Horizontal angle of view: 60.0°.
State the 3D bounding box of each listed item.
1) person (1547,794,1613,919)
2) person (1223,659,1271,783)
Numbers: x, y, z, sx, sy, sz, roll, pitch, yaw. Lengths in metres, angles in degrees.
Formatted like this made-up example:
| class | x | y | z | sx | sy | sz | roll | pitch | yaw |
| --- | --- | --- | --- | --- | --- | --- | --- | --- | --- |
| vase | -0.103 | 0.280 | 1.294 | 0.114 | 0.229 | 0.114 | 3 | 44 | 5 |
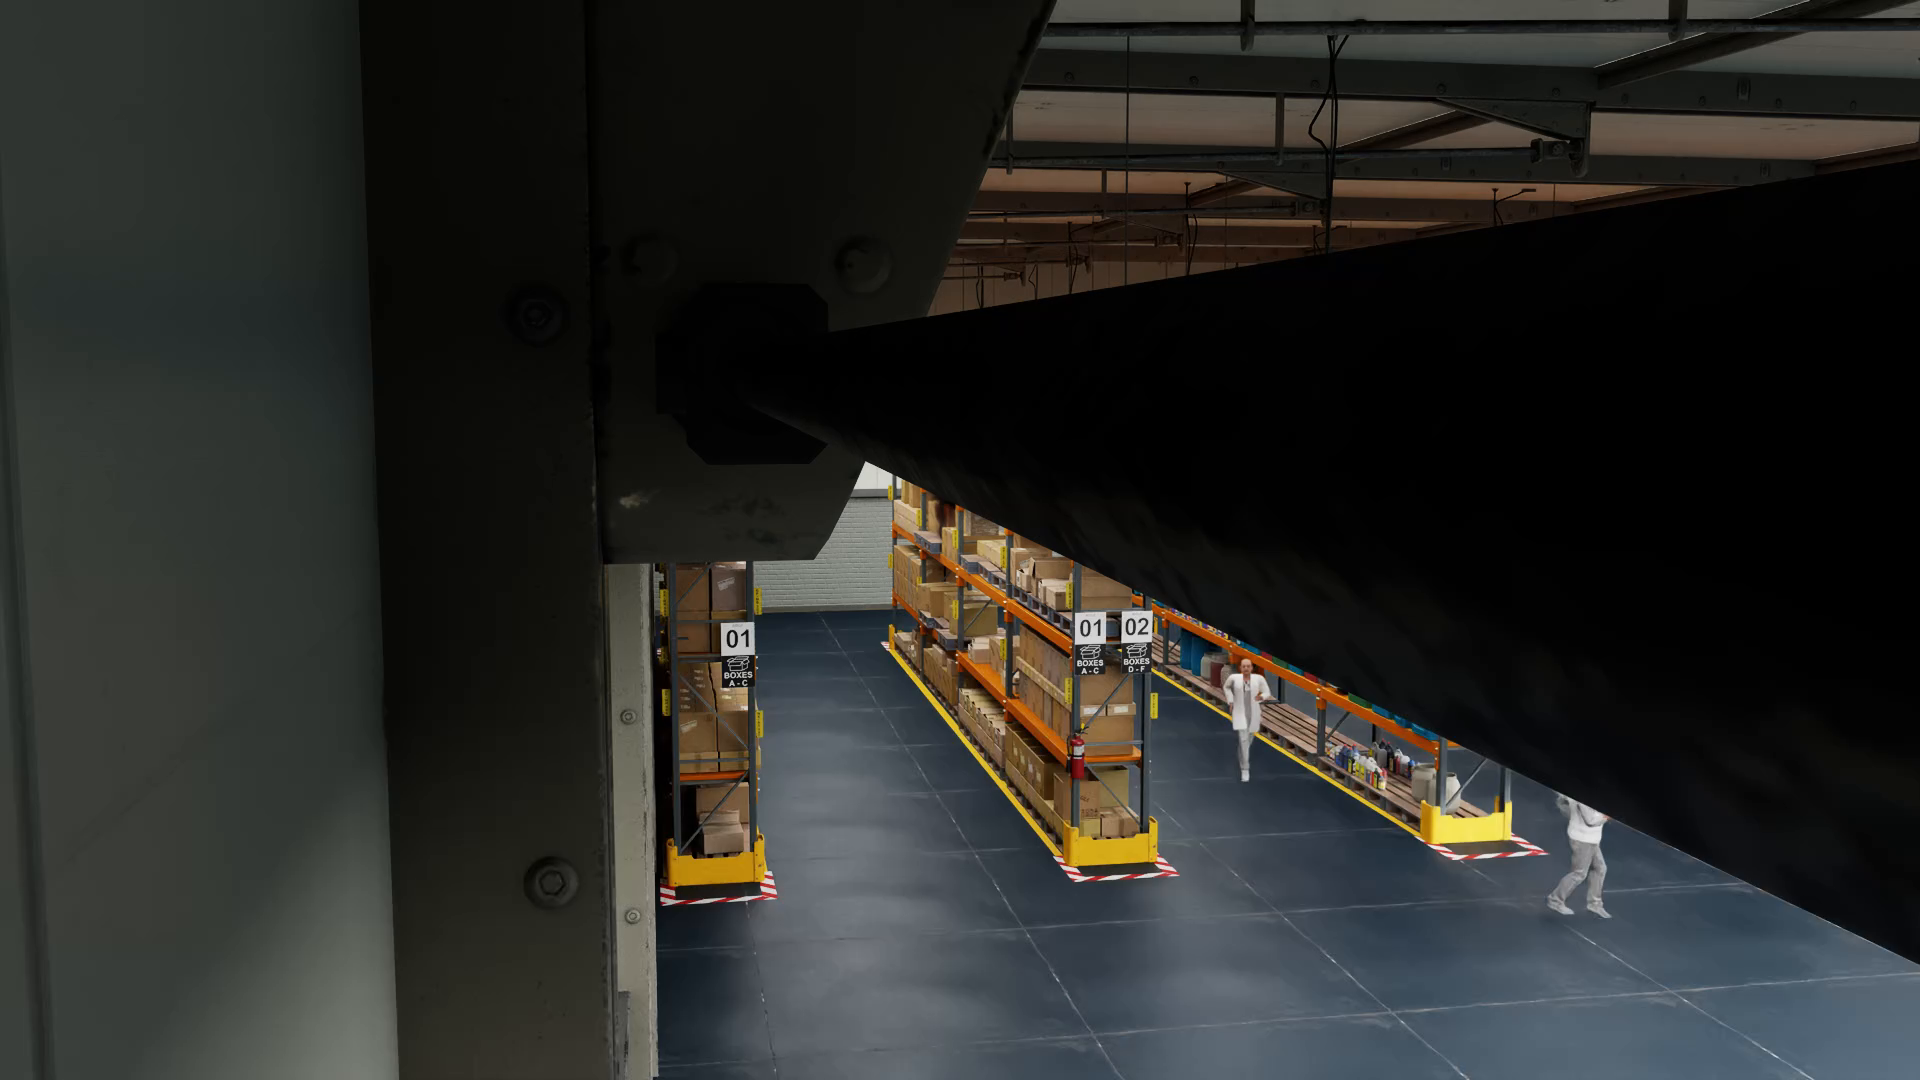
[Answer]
| class | x | y | z | sx | sy | sz | roll | pitch | yaw |
| --- | --- | --- | --- | --- | --- | --- | --- | --- | --- |
| person | 7.045 | 3.413 | 18.797 | 0.740 | 1.820 | 0.610 | 1 | 6 | 13 |
| person | 4.389 | 2.700 | 25.393 | 0.680 | 1.816 | 0.978 | 0 | 6 | -1 |
